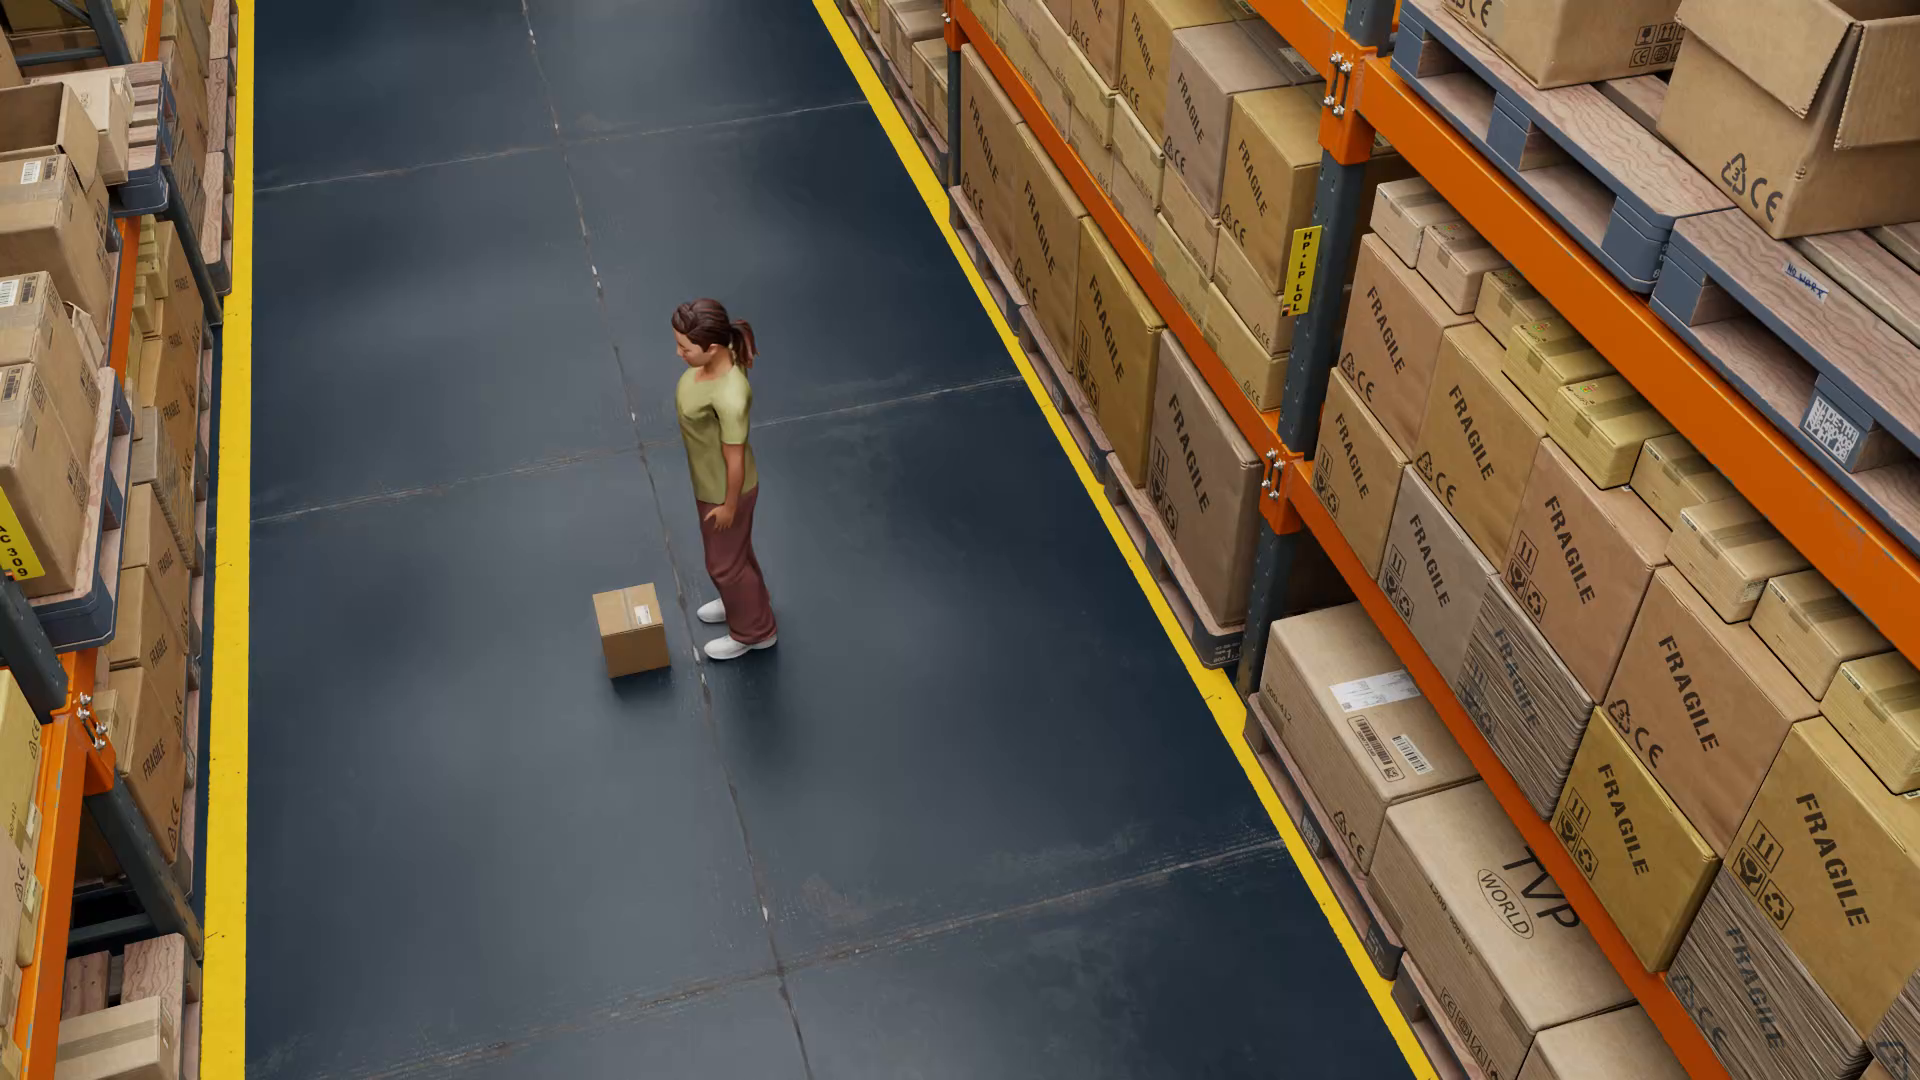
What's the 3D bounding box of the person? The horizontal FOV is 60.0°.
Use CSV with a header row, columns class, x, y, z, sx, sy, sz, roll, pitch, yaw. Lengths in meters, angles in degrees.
class,x,y,z,sx,sy,sz,roll,pitch,yaw
person,-0.903,-0.227,6.418,0.369,1.673,0.445,-11,44,-12
